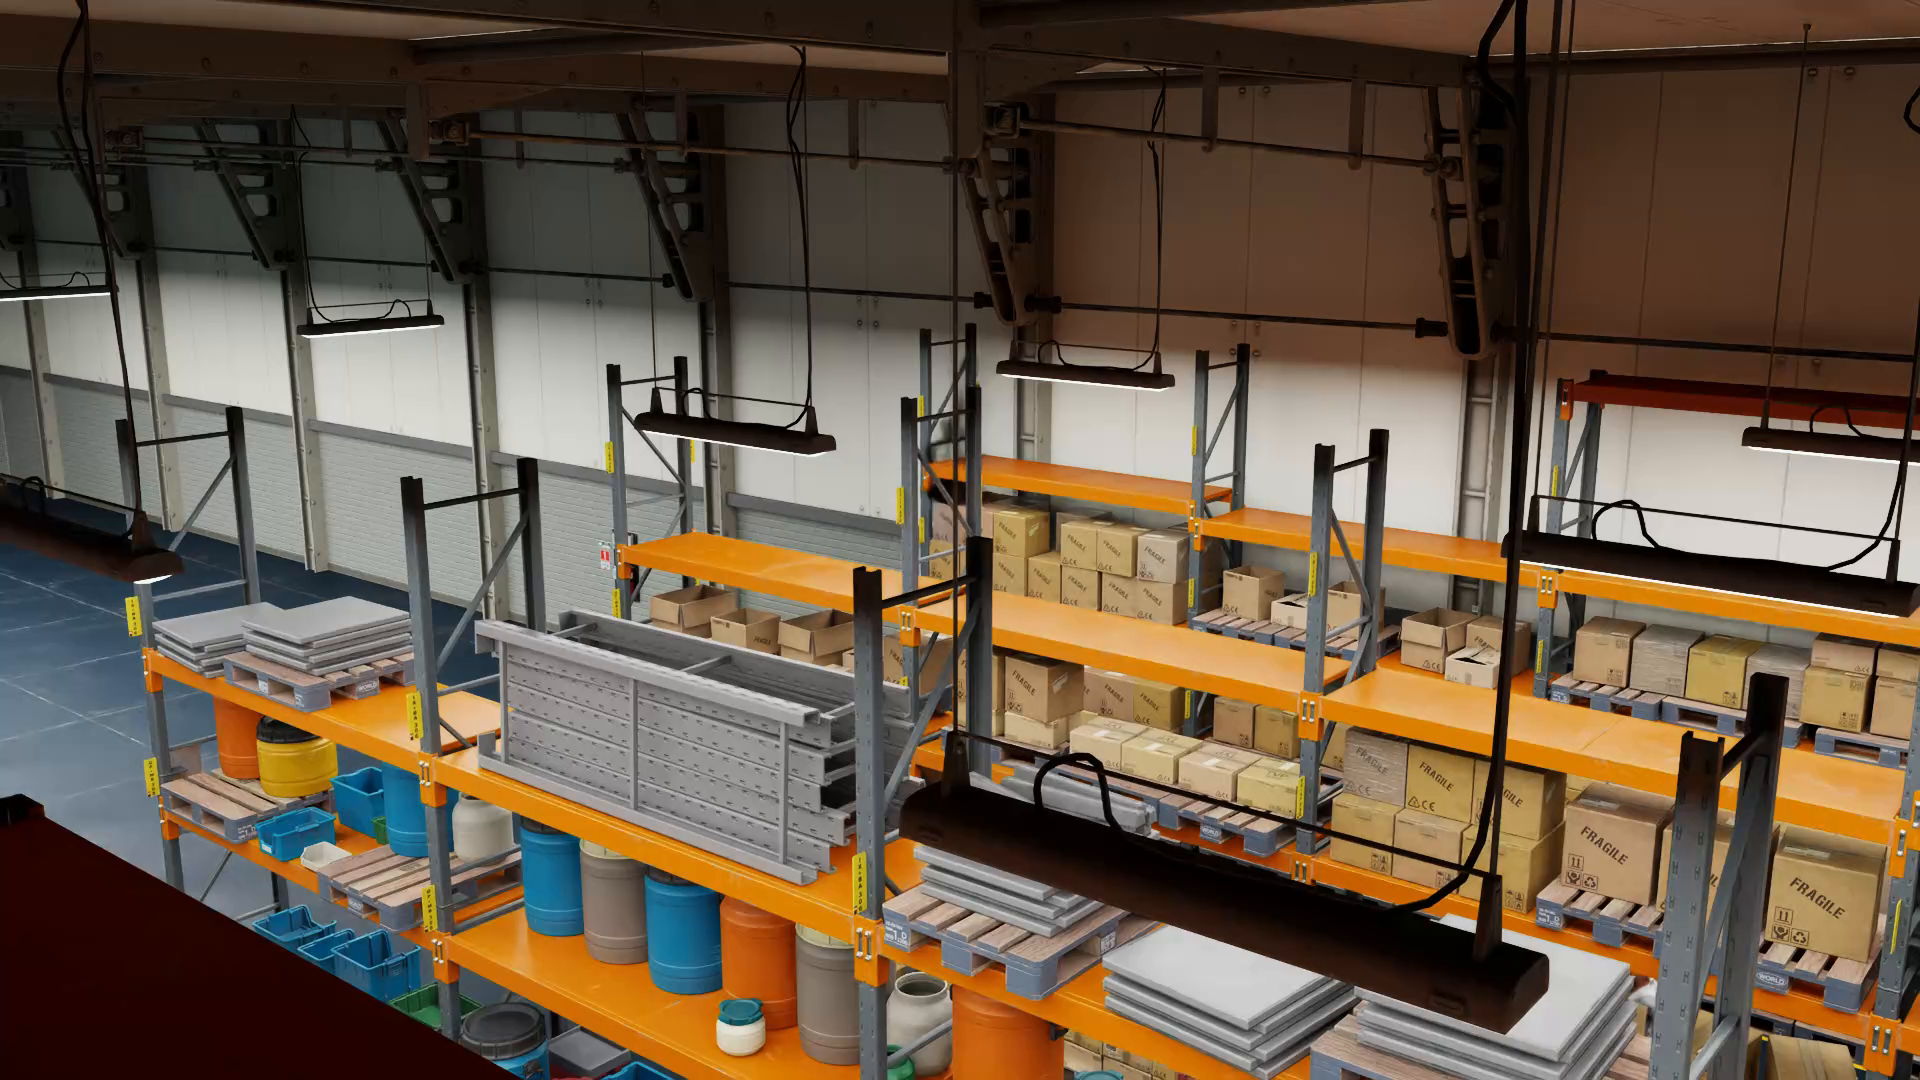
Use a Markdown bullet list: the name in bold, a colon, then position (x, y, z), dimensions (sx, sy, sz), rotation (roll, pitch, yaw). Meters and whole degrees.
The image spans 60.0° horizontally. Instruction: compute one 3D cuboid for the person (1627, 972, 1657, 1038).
- **person**: position (5.545, 4.196, 13.500), dimensions (0.904, 1.824, 0.652), rotation (7, 15, 29)
